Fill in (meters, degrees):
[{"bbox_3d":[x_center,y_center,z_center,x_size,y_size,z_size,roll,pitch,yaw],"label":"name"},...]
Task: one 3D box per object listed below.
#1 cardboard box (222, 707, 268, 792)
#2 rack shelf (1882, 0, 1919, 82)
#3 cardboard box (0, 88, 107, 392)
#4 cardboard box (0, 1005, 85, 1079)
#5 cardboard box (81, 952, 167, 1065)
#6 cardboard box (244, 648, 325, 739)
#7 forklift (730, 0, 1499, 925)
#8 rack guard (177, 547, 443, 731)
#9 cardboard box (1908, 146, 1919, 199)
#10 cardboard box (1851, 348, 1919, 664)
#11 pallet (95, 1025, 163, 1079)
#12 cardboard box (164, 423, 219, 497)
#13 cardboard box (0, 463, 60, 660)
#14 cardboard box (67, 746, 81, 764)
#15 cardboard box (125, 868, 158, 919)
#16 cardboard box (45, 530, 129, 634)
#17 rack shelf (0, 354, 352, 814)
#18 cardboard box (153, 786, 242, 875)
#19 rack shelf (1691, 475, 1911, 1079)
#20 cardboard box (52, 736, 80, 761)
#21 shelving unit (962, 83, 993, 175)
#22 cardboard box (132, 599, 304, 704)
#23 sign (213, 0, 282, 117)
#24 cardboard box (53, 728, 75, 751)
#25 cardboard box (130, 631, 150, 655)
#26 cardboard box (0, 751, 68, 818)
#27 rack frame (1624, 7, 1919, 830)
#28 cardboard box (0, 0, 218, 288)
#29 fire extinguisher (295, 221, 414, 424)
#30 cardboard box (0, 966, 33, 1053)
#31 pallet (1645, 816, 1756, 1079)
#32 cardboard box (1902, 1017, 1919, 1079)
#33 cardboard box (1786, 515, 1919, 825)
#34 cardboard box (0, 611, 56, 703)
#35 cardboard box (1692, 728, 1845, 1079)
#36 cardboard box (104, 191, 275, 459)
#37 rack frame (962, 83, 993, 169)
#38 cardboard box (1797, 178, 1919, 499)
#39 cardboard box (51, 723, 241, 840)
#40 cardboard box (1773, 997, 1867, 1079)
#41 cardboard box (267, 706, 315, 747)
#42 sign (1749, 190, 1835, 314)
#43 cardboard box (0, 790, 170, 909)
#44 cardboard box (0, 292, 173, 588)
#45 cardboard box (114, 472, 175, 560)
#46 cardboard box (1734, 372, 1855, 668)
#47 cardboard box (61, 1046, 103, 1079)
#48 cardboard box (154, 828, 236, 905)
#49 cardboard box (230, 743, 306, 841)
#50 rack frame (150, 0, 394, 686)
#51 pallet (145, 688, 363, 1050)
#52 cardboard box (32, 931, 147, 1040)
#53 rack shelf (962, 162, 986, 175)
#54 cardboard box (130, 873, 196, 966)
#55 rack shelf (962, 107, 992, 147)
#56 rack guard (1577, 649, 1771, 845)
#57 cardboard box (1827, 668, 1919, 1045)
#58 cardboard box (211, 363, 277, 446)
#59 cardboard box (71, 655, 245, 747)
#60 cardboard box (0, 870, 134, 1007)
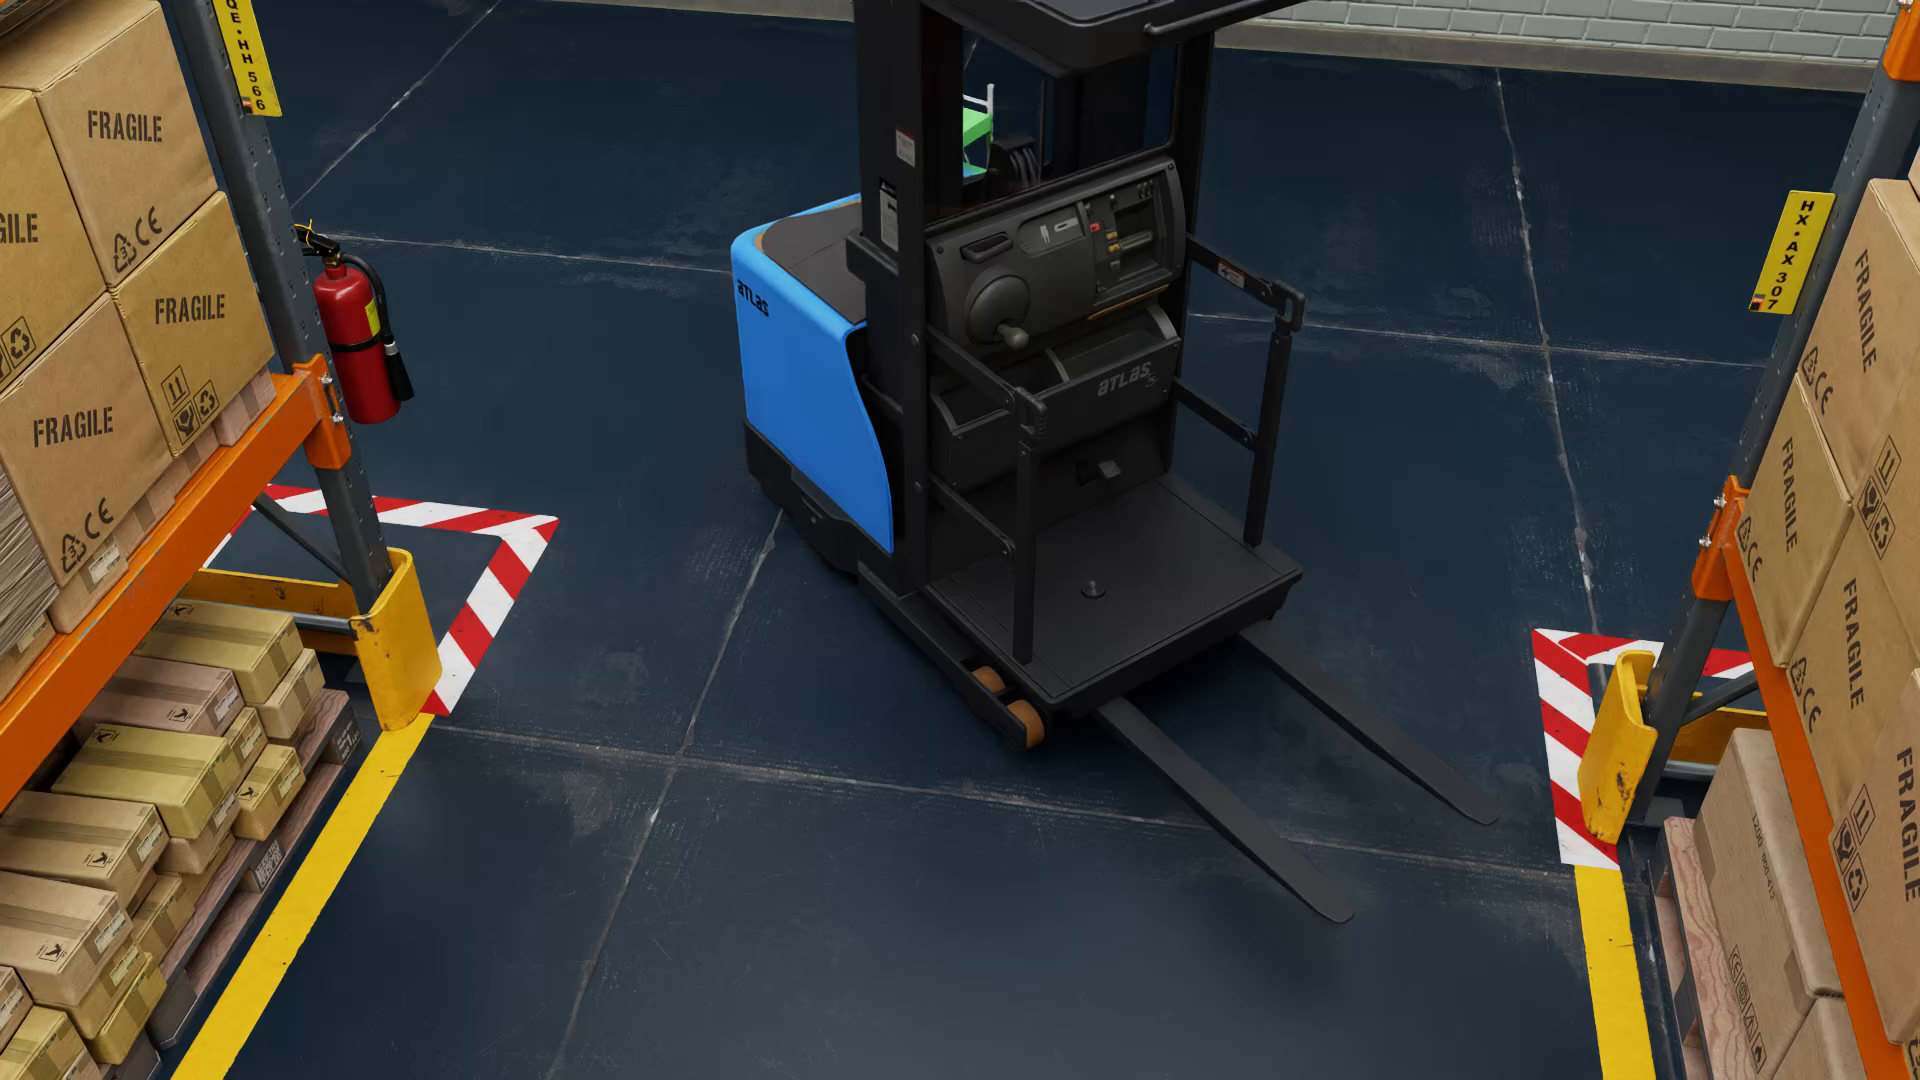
[{"bbox_3d":[-2.265,0.604,4.839,0.380,0.149,0.250,6,40,7],"label":"cardboard box"},{"bbox_3d":[2.190,0.120,1.961,1.077,0.370,4.000,6,40,8],"label":"rack shelf"},{"bbox_3d":[-2.279,-0.645,3.579,0.500,0.500,0.500,5,40,6],"label":"cardboard box"},{"bbox_3d":[-2.395,1.258,4.049,0.380,0.149,0.250,8,40,10],"label":"cardboard box"},{"bbox_3d":[-2.330,1.204,4.348,0.380,0.149,0.250,5,40,6],"label":"cardboard box"},{"bbox_3d":[-2.167,0.446,5.031,0.380,0.149,0.250,5,40,6],"label":"cardboard box"},{"bbox_3d":[0.440,-0.798,4.915,1.130,2.935,3.031,-25,46,-27],"label":"forklift"},{"bbox_3d":[-2.370,0.272,5.528,1.175,0.500,0.348,6,40,8],"label":"rack guard"},{"bbox_3d":[2.202,-0.738,3.416,0.380,0.149,0.250,7,40,9],"label":"cardboard box"},{"bbox_3d":[2.090,-0.085,3.136,0.500,0.500,0.500,5,40,6],"label":"cardboard box"},{"bbox_3d":[-2.759,1.653,4.085,1.003,0.211,1.213,6,40,8],"label":"pallet"},{"bbox_3d":[-2.215,-0.254,4.400,0.380,0.149,0.250,6,40,8],"label":"cardboard box"},{"bbox_3d":[-2.354,0.060,3.511,0.500,0.500,0.500,7,40,8],"label":"cardboard box"},{"bbox_3d":[-2.727,0.665,4.999,0.380,0.149,0.250,6,40,7],"label":"cardboard box"},{"bbox_3d":[-2.403,0.930,4.446,0.380,0.149,0.250,6,40,7],"label":"cardboard box"},{"bbox_3d":[-2.265,0.068,4.011,0.380,0.149,0.250,7,40,9],"label":"cardboard box"},{"bbox_3d":[-2.703,0.794,3.500,1.077,0.370,4.000,6,40,8],"label":"rack shelf"},{"bbox_3d":[-2.255,0.773,4.636,0.380,0.149,0.250,5,40,6],"label":"cardboard box"},{"bbox_3d":[2.190,1.276,2.917,1.077,0.370,4.000,6,40,8],"label":"rack shelf"},{"bbox_3d":[-2.803,0.550,4.905,0.380,0.149,0.250,6,40,7],"label":"cardboard box"},{"bbox_3d":[-0.115,-1.239,6.807,0.258,1.200,0.503,24,45,26],"label":"shelving unit"},{"bbox_3d":[-2.199,0.329,4.939,0.380,0.149,0.250,7,40,8],"label":"cardboard box"},{"bbox_3d":[-1.814,-1.233,4.231,0.100,0.325,0.005,6,40,8],"label":"sign"},{"bbox_3d":[-2.711,0.447,4.797,0.380,0.149,0.250,7,40,8],"label":"cardboard box"},{"bbox_3d":[-2.700,0.384,5.106,0.380,0.149,0.250,8,40,10],"label":"cardboard box"},{"bbox_3d":[-2.759,0.713,4.708,0.380,0.149,0.250,7,40,8],"label":"cardboard box"},{"bbox_3d":[2.536,-0.256,4.206,1.000,3.000,0.127,6,40,8],"label":"rack frame"},{"bbox_3d":[-2.191,-0.963,3.964,0.500,0.500,0.500,6,40,7],"label":"cardboard box"},{"bbox_3d":[-1.859,-0.672,5.063,0.296,0.674,0.183,6,40,8],"label":"fire extinguisher"},{"bbox_3d":[-2.472,1.140,3.957,0.380,0.149,0.250,5,40,6],"label":"cardboard box"},{"bbox_3d":[2.475,1.329,4.477,1.003,0.211,1.213,6,40,8],"label":"pallet"},{"bbox_3d":[1.934,0.929,2.694,0.500,0.500,0.500,8,40,9],"label":"cardboard box"},{"bbox_3d":[2.110,0.295,3.460,0.500,0.500,0.500,6,40,7],"label":"cardboard box"},{"bbox_3d":[-2.339,0.230,3.815,0.380,0.149,0.250,5,40,6],"label":"cardboard box"},{"bbox_3d":[2.520,0.995,4.374,0.875,0.438,0.875,5,40,6],"label":"cardboard box"},{"bbox_3d":[-2.181,-0.581,4.287,0.500,0.500,0.500,7,40,9],"label":"cardboard box"},{"bbox_3d":[0.026,-1.367,6.961,0.240,1.200,0.015,24,45,26],"label":"rack frame"},{"bbox_3d":[2.172,-0.410,3.529,0.500,0.500,0.500,6,40,7],"label":"cardboard box"},{"bbox_3d":[-2.219,0.657,4.542,0.380,0.149,0.250,6,40,7],"label":"cardboard box"},{"bbox_3d":[2.370,1.570,3.678,0.875,0.438,0.875,7,40,9],"label":"cardboard box"},{"bbox_3d":[-2.243,0.552,5.137,0.380,0.149,0.250,7,40,8],"label":"cardboard box"},{"bbox_3d":[1.990,-0.685,3.983,0.100,0.325,0.005,6,40,8],"label":"sign"},{"bbox_3d":[-2.326,0.813,4.354,0.380,0.149,0.250,5,40,6],"label":"cardboard box"},{"bbox_3d":[-2.275,-0.259,3.897,0.500,0.500,0.500,6,40,7],"label":"cardboard box"},{"bbox_3d":[-2.243,-0.095,4.208,0.380,0.149,0.250,6,40,7],"label":"cardboard box"},{"bbox_3d":[2.170,-0.025,3.848,0.500,0.500,0.500,6,40,7],"label":"cardboard box"},{"bbox_3d":[-2.397,1.373,4.143,0.380,0.149,0.250,7,40,9],"label":"cardboard box"},{"bbox_3d":[-2.318,0.880,4.739,0.380,0.149,0.250,6,40,7],"label":"cardboard box"},{"bbox_3d":[-2.187,0.724,4.928,0.380,0.149,0.250,8,40,9],"label":"cardboard box"},{"bbox_3d":[-2.357,-0.739,4.789,1.000,3.000,0.127,6,40,8],"label":"rack frame"},{"bbox_3d":[-2.545,0.890,5.008,1.003,0.211,1.213,6,40,8],"label":"pallet"},{"bbox_3d":[-2.332,1.099,4.241,0.380,0.149,0.250,7,40,8],"label":"cardboard box"},{"bbox_3d":[-0.115,-1.375,6.695,0.258,0.148,0.480,24,45,26],"label":"rack shelf"},{"bbox_3d":[-2.348,1.037,4.550,0.380,0.149,0.250,7,40,8],"label":"cardboard box"},{"bbox_3d":[-0.115,-1.560,6.542,0.258,0.148,0.480,24,45,26],"label":"rack shelf"},{"bbox_3d":[2.540,0.692,5.021,1.175,0.500,0.348,6,40,8],"label":"rack guard"},{"bbox_3d":[2.004,0.613,3.077,0.500,0.500,0.500,6,40,7],"label":"cardboard box"},{"bbox_3d":[-2.135,-0.406,4.584,0.380,0.149,0.250,6,40,8],"label":"cardboard box"},{"bbox_3d":[-2.299,0.480,4.756,0.380,0.149,0.250,7,40,9],"label":"cardboard box"},{"bbox_3d":[-2.318,0.987,4.143,0.380,0.149,0.250,8,40,9],"label":"cardboard box"}]
